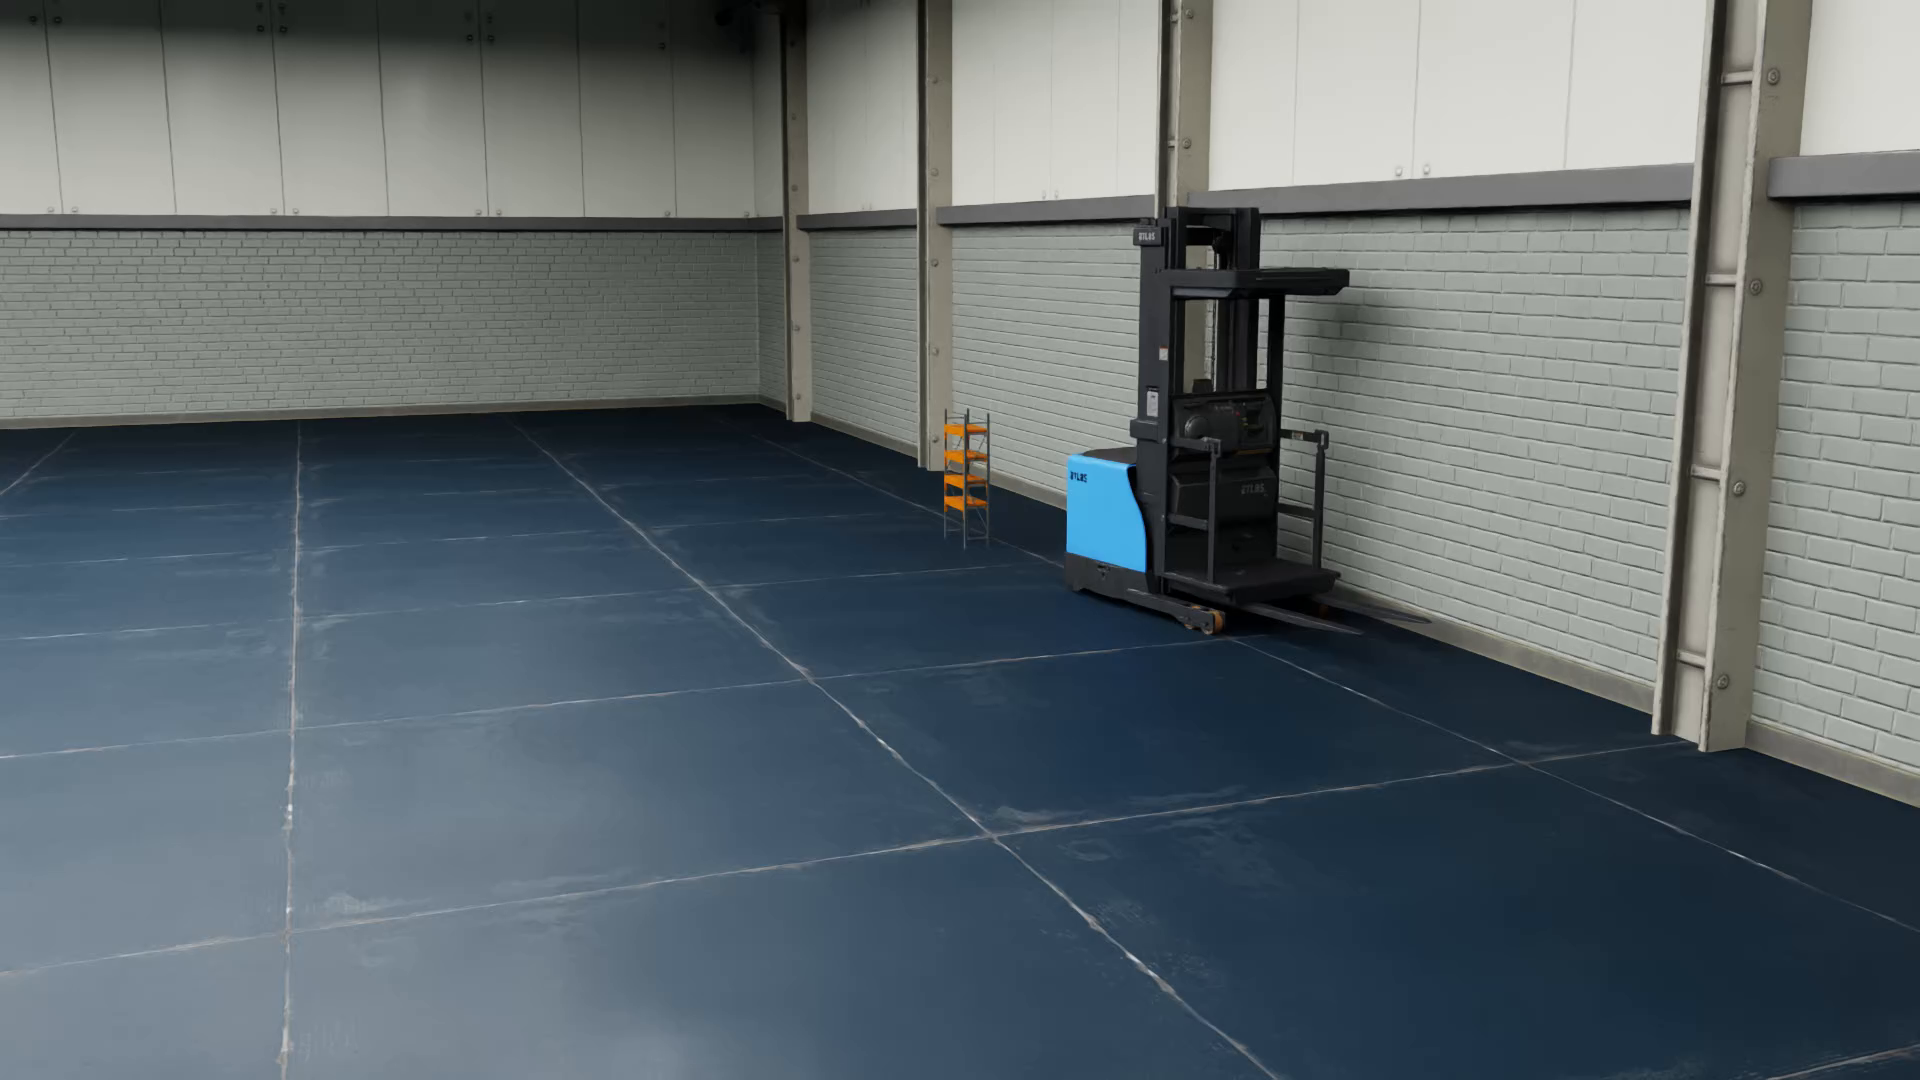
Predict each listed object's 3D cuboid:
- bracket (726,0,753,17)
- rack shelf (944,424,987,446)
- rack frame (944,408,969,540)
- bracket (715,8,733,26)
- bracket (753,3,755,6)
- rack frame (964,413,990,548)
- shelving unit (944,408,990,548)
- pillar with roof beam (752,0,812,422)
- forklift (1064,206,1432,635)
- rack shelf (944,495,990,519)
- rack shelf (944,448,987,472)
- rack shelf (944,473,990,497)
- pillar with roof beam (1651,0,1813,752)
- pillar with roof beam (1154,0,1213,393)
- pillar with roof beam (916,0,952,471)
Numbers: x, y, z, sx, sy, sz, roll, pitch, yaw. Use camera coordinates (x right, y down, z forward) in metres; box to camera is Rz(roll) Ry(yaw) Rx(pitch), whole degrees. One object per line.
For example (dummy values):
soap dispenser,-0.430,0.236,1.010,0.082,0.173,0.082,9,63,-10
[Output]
bracket,-3.599,-8.384,26.410,0.076,0.066,3.189,-4,11,-21
rack shelf,0.060,-0.951,14.924,0.258,0.148,0.480,-4,11,-21
rack frame,-0.028,-0.604,15.217,0.240,1.200,0.015,-4,11,-21
bracket,-3.813,-8.480,26.952,0.235,0.232,0.430,-4,11,-21
bracket,-2.954,-8.094,24.777,0.235,0.232,0.430,-4,11,-21
rack frame,0.148,-0.524,14.769,0.240,1.200,0.015,-4,11,-21
shelving unit,0.060,-0.564,14.993,0.258,1.200,0.503,-4,11,-21
pillar with roof beam,-6.486,-6.003,23.303,9.100,9.000,0.548,-4,11,-21
forklift,2.024,-0.879,11.821,1.130,2.935,3.031,-6,12,-32
rack shelf,0.060,-0.302,15.040,0.258,0.148,0.480,-4,11,-21
rack shelf,0.060,-0.718,14.966,0.258,0.148,0.480,-4,11,-21
rack shelf,0.060,-0.497,15.005,0.258,0.148,0.480,-4,11,-21
pillar with roof beam,0.037,-3.065,6.785,9.100,9.000,0.400,-4,11,-21
pillar with roof beam,-2.137,-4.044,12.291,9.100,9.000,0.400,-4,11,-21
pillar with roof beam,-4.311,-5.024,17.797,9.100,9.000,0.400,-4,11,-21
